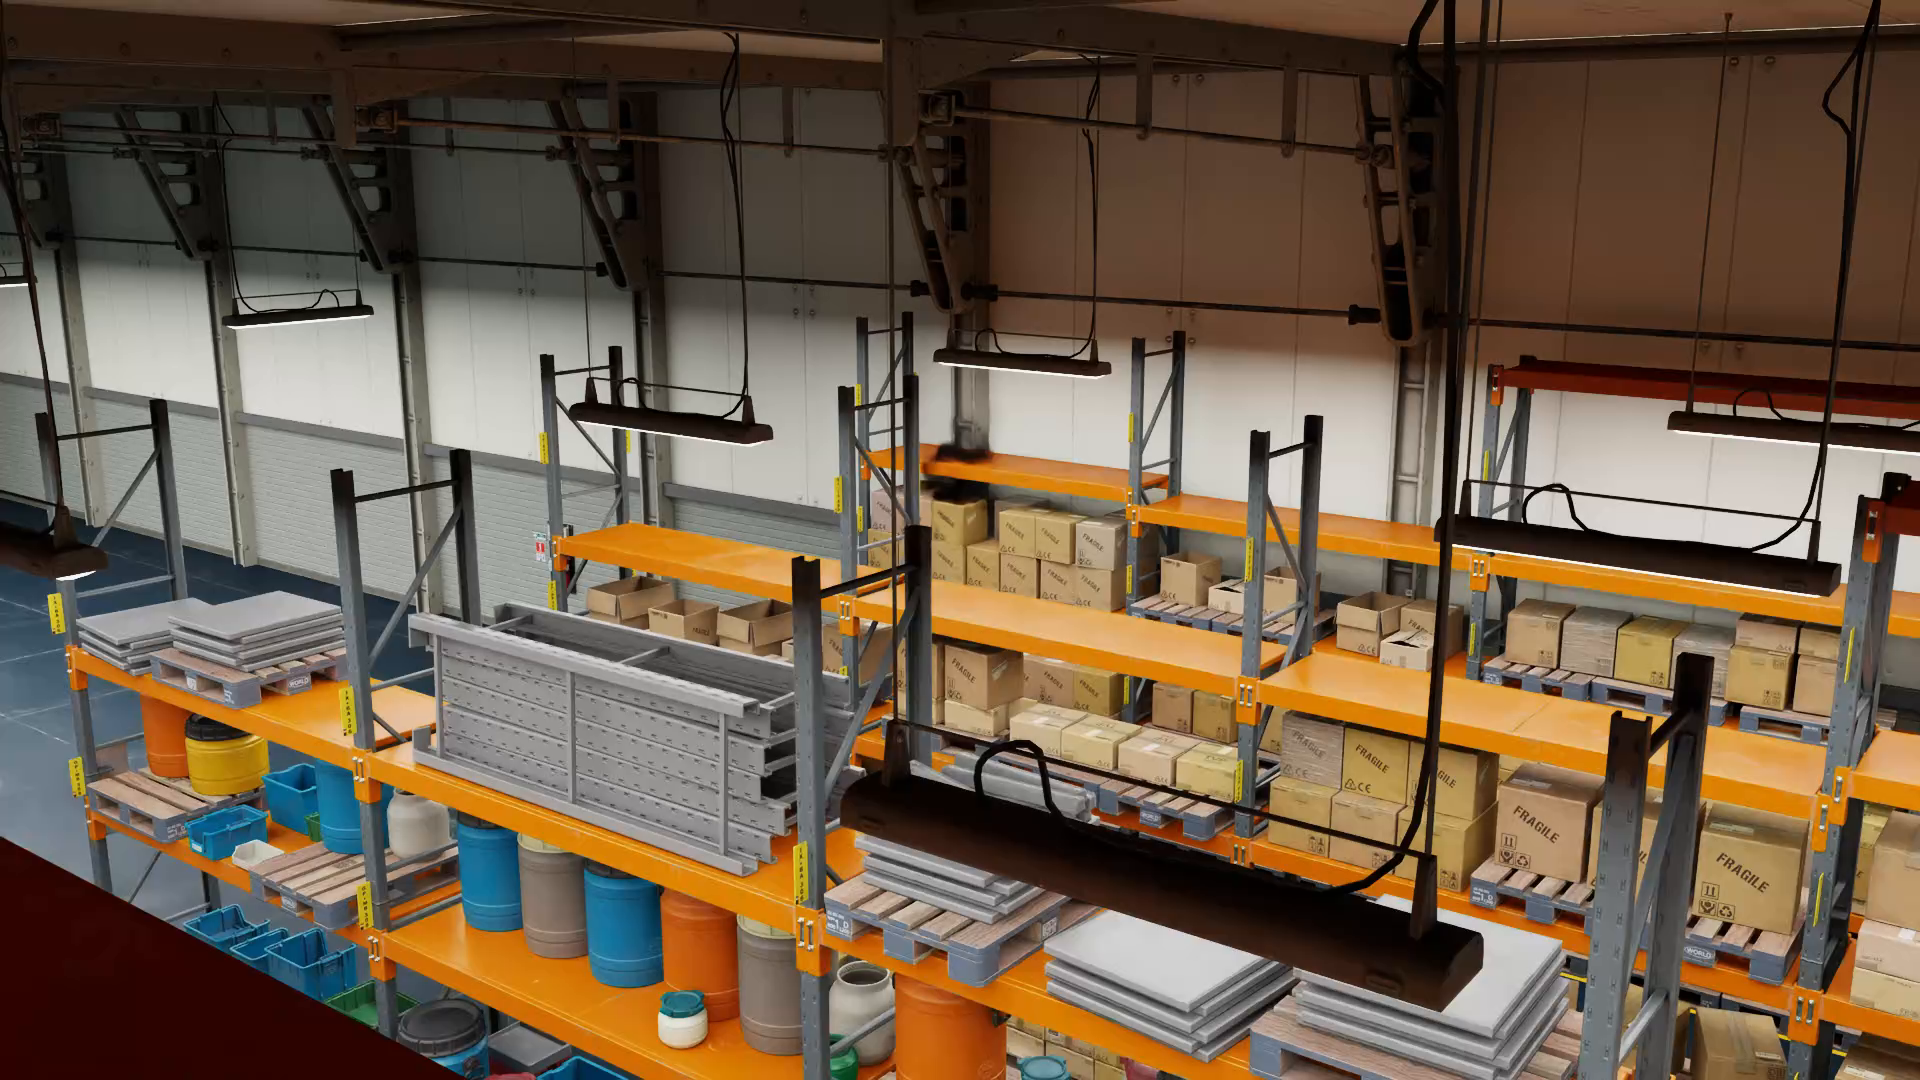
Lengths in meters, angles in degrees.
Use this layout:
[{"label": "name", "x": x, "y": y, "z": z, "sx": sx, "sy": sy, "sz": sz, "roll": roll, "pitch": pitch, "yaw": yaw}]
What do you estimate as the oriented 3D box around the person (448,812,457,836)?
[{"label": "person", "x": -5.973, "y": 2.999, "z": 18.960, "sx": 0.951, "sy": 1.622, "sz": 0.655, "roll": -6, "pitch": 14, "yaw": -25}]
